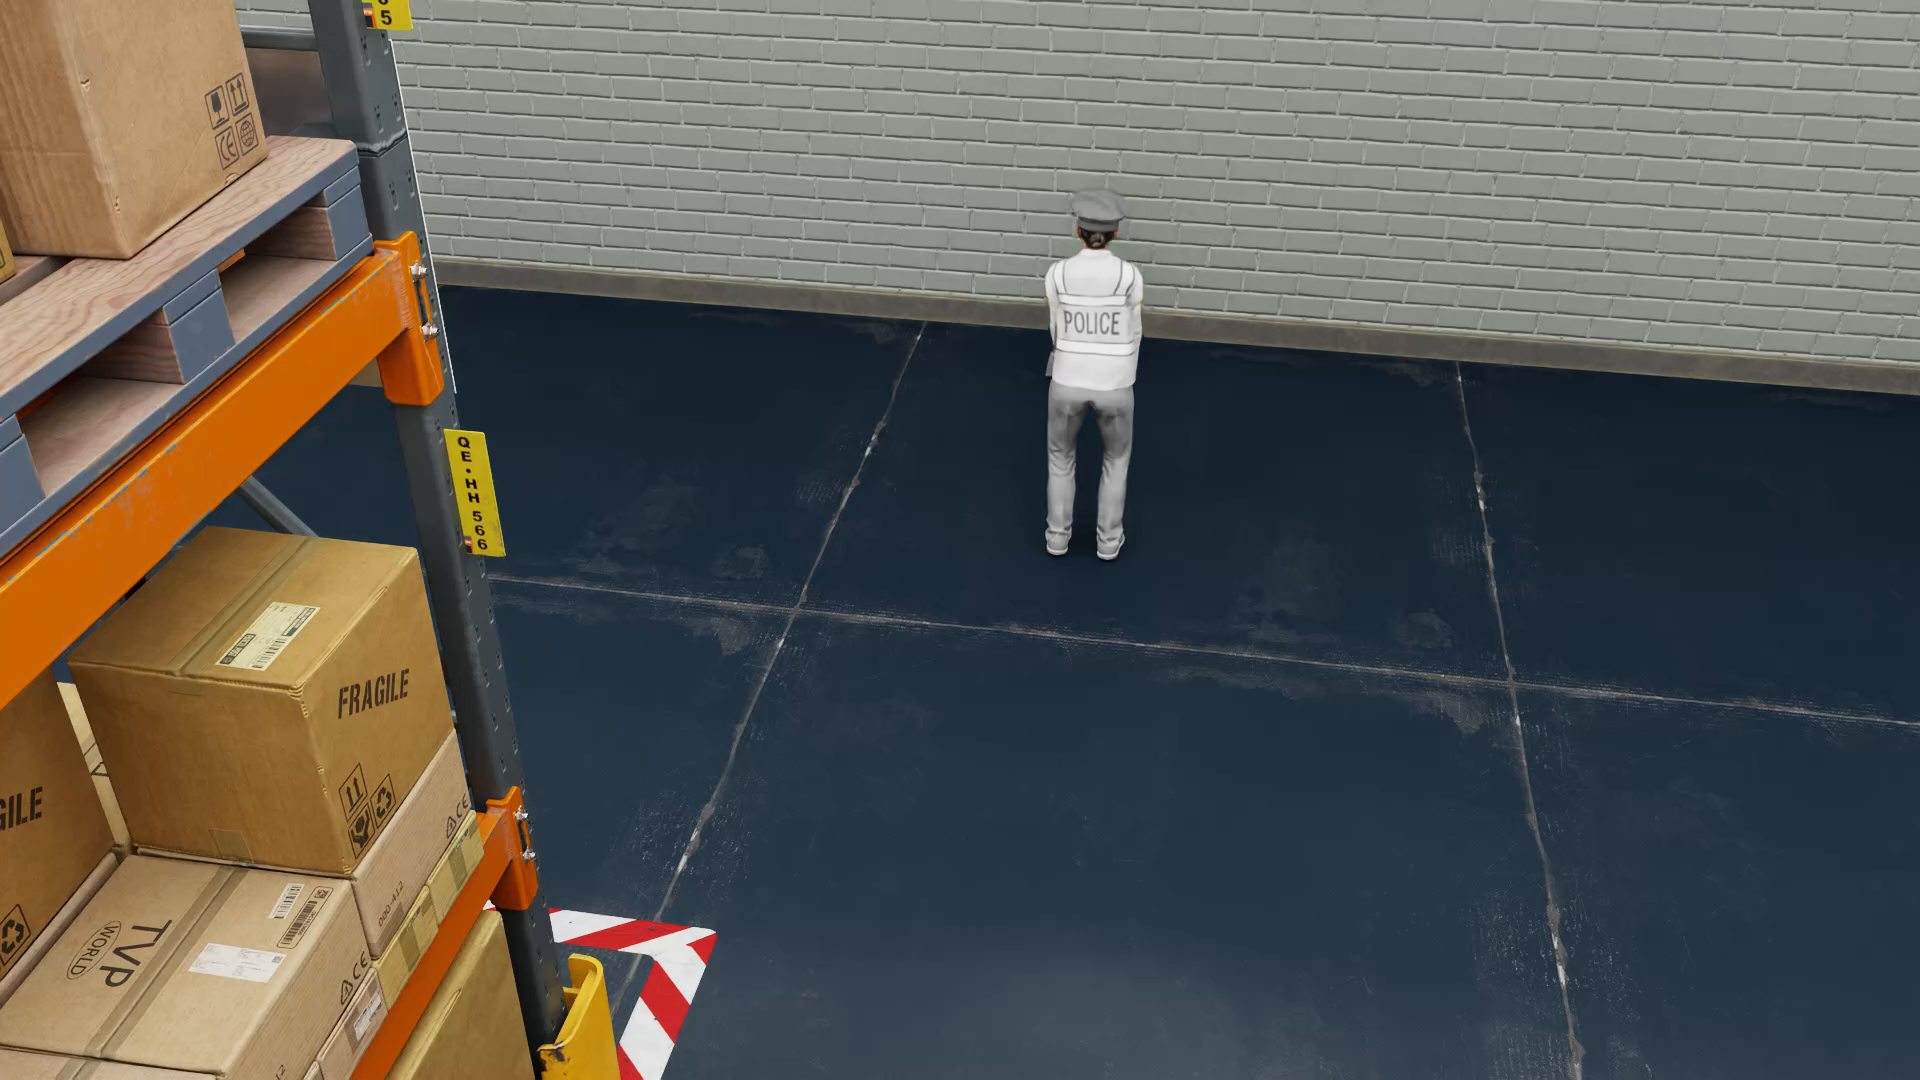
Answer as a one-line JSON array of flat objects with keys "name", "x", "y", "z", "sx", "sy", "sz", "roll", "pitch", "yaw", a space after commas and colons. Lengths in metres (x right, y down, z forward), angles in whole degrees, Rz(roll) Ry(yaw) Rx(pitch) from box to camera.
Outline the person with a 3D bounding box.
[{"name": "person", "x": 0.572, "y": -0.705, "z": 7.275, "sx": 0.415, "sy": 1.635, "sz": 0.551, "roll": 5, "pitch": 33, "yaw": 7}]
